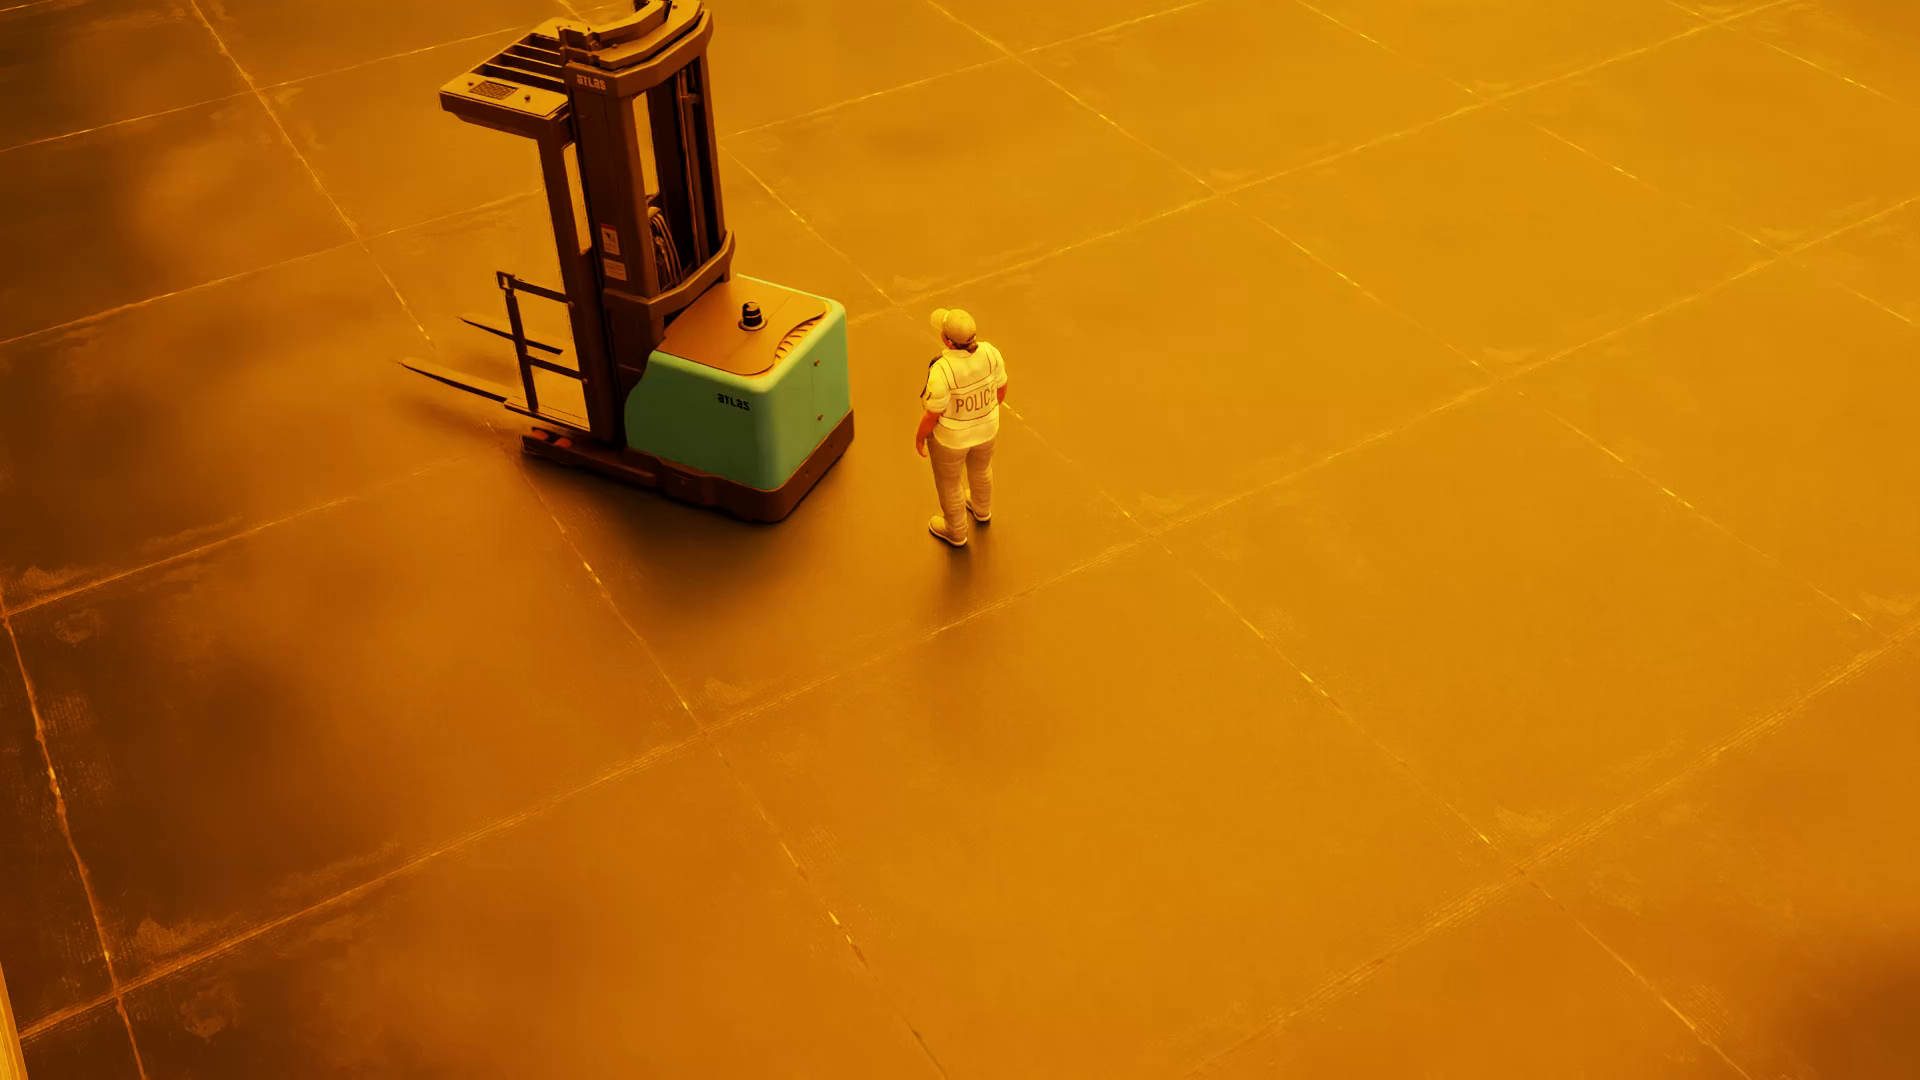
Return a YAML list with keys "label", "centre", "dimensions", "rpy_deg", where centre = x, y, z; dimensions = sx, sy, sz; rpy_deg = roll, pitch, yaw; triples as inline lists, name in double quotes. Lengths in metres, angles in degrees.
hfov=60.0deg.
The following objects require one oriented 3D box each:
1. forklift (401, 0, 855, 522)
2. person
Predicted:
- label: "forklift"
  centre: [-2.237, -1.882, 10.025]
  dimensions: [3.031, 2.935, 1.130]
  rpy_deg: [18, 44, 19]
- label: "person"
  centre: [-0.022, -0.683, 9.603]
  dimensions: [0.598, 1.670, 0.529]
  rpy_deg: [-23, 46, -24]
